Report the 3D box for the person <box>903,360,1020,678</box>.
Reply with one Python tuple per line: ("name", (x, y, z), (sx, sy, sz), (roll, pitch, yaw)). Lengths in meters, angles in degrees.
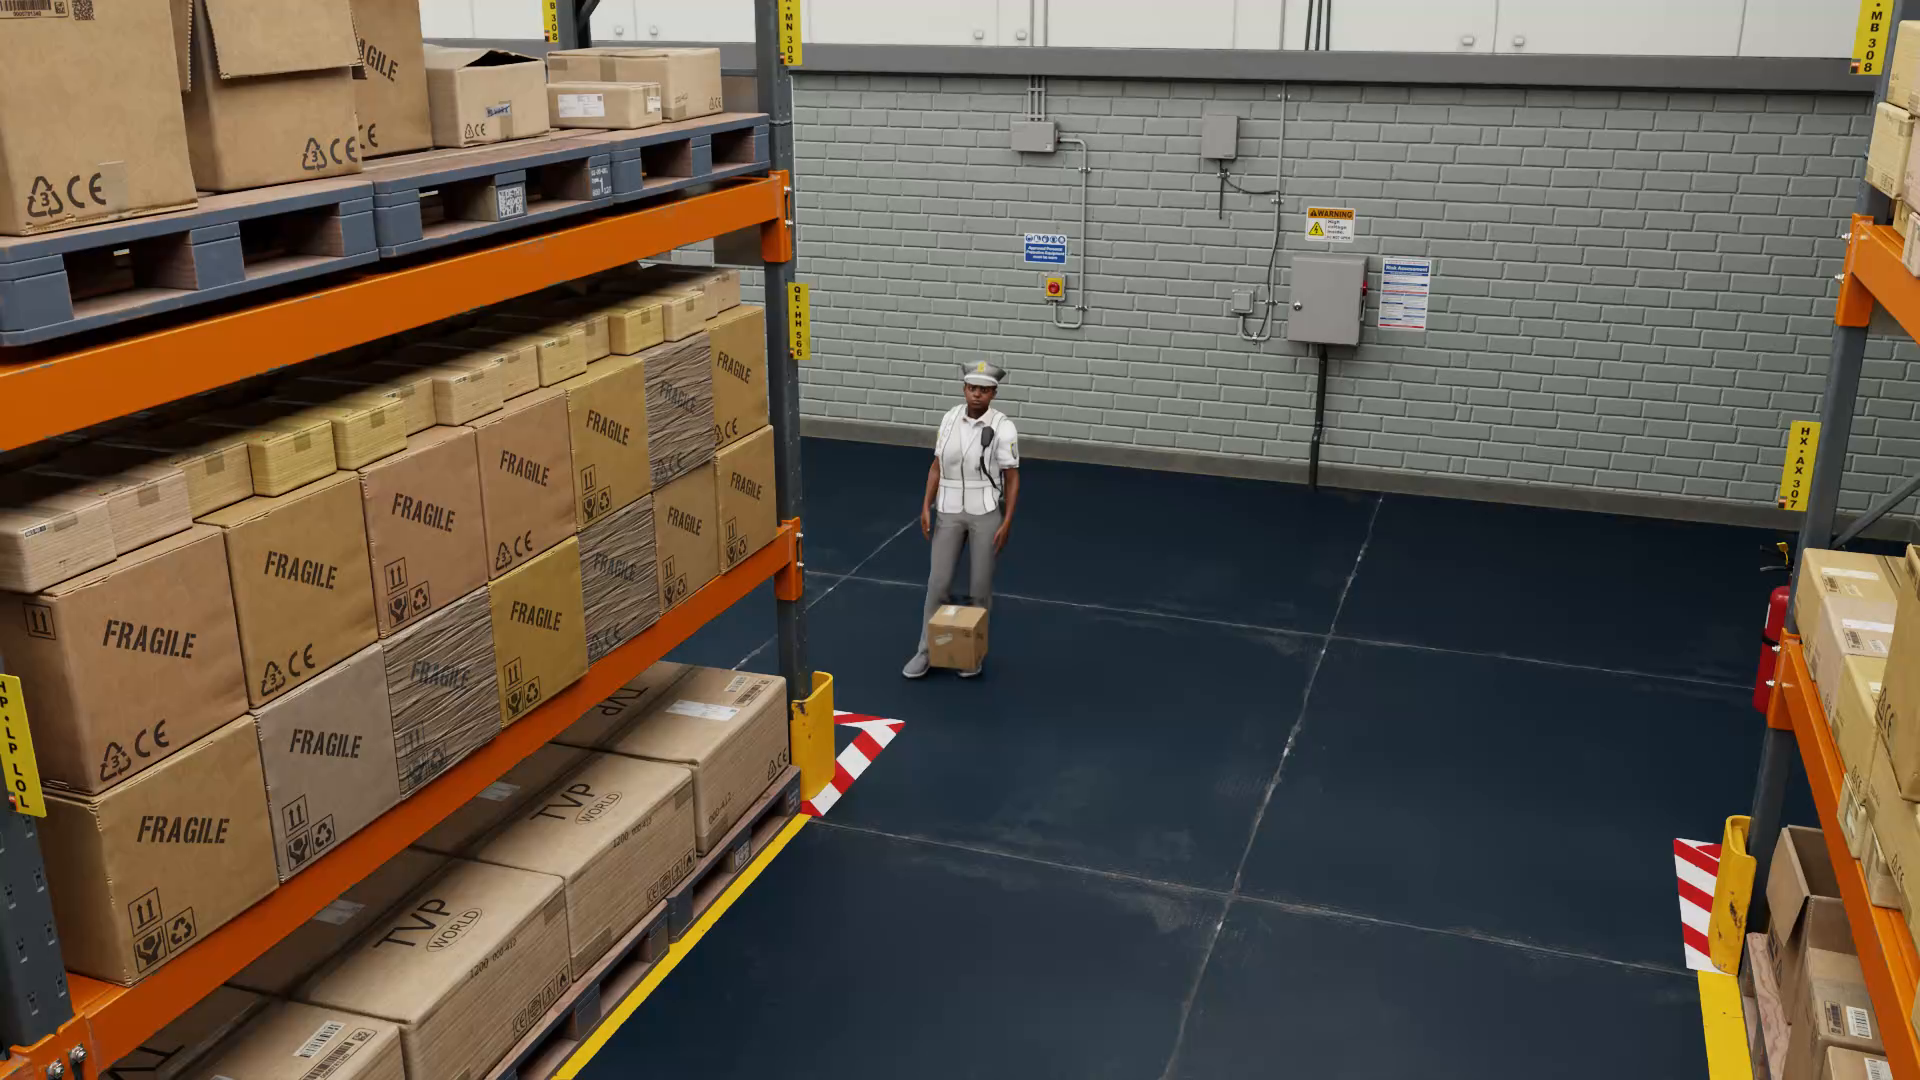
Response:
("person", (0.020, -0.110, 8.804), (0.558, 1.697, 0.530), (6, 20, 18))
